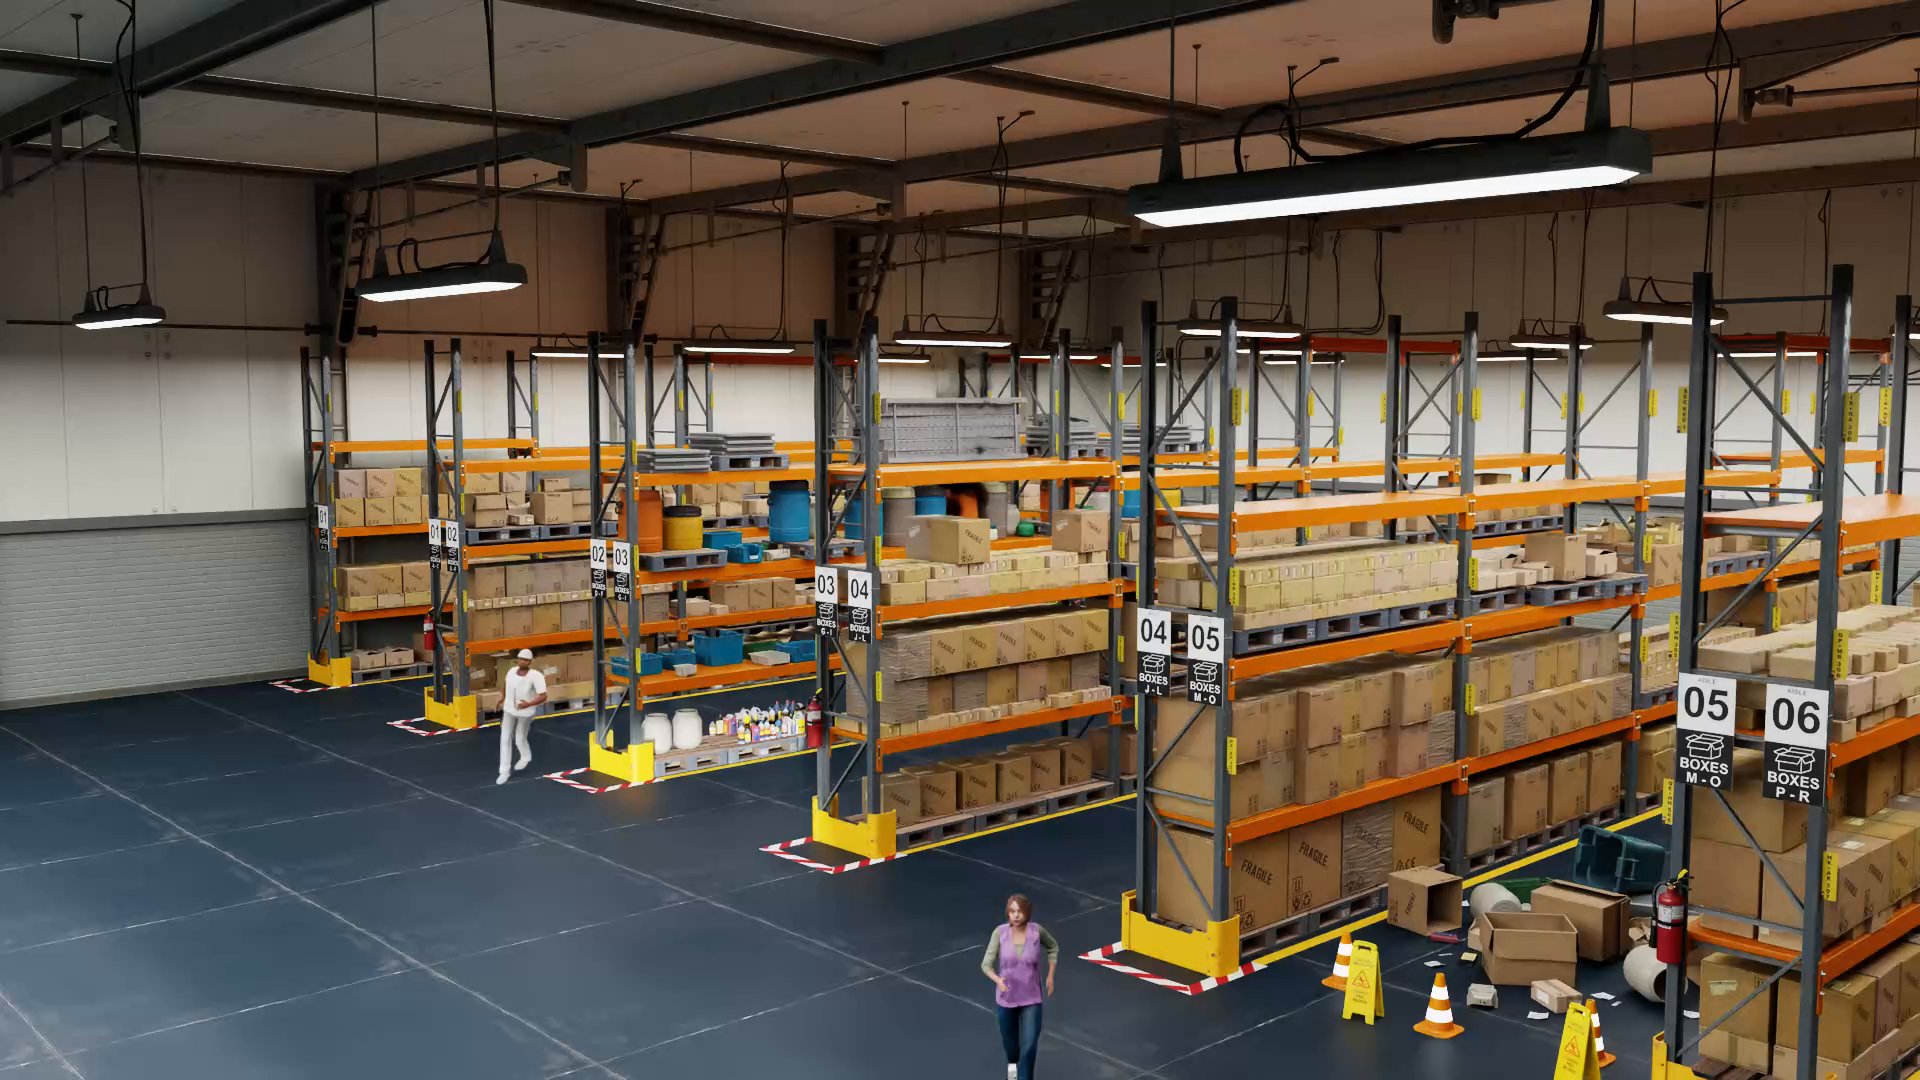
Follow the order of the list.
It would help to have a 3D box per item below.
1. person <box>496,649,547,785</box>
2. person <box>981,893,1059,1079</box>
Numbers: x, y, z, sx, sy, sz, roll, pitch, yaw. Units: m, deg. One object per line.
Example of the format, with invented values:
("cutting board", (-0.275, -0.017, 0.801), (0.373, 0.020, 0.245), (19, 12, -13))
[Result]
("person", (-5.877, 2.331, 22.334), (0.724, 1.765, 0.847), (1, 5, 9))
("person", (0.429, 3.318, 11.928), (0.552, 1.600, 0.894), (0, 5, 5))
